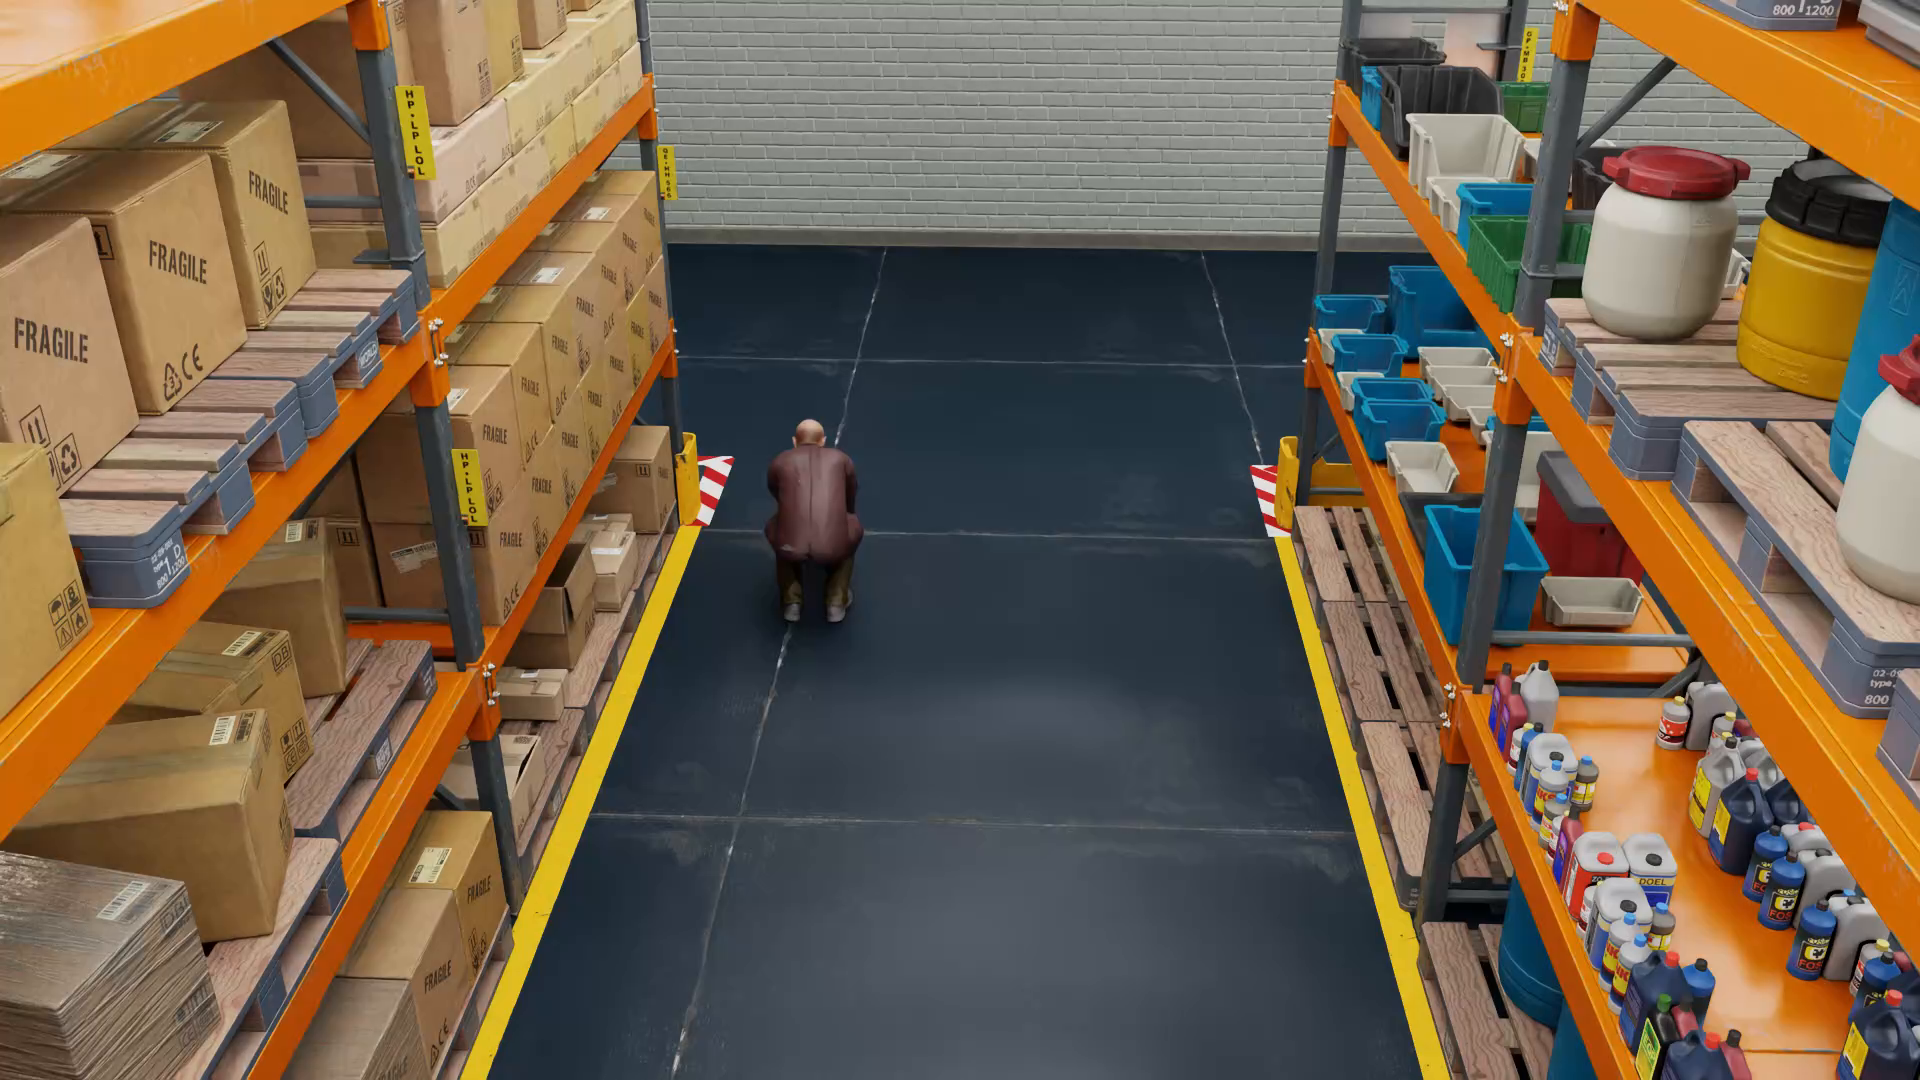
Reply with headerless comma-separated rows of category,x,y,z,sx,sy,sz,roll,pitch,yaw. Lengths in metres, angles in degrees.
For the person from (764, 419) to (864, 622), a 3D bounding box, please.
person,-0.845,-0.113,9.696,0.580,1.000,0.948,0,28,1
